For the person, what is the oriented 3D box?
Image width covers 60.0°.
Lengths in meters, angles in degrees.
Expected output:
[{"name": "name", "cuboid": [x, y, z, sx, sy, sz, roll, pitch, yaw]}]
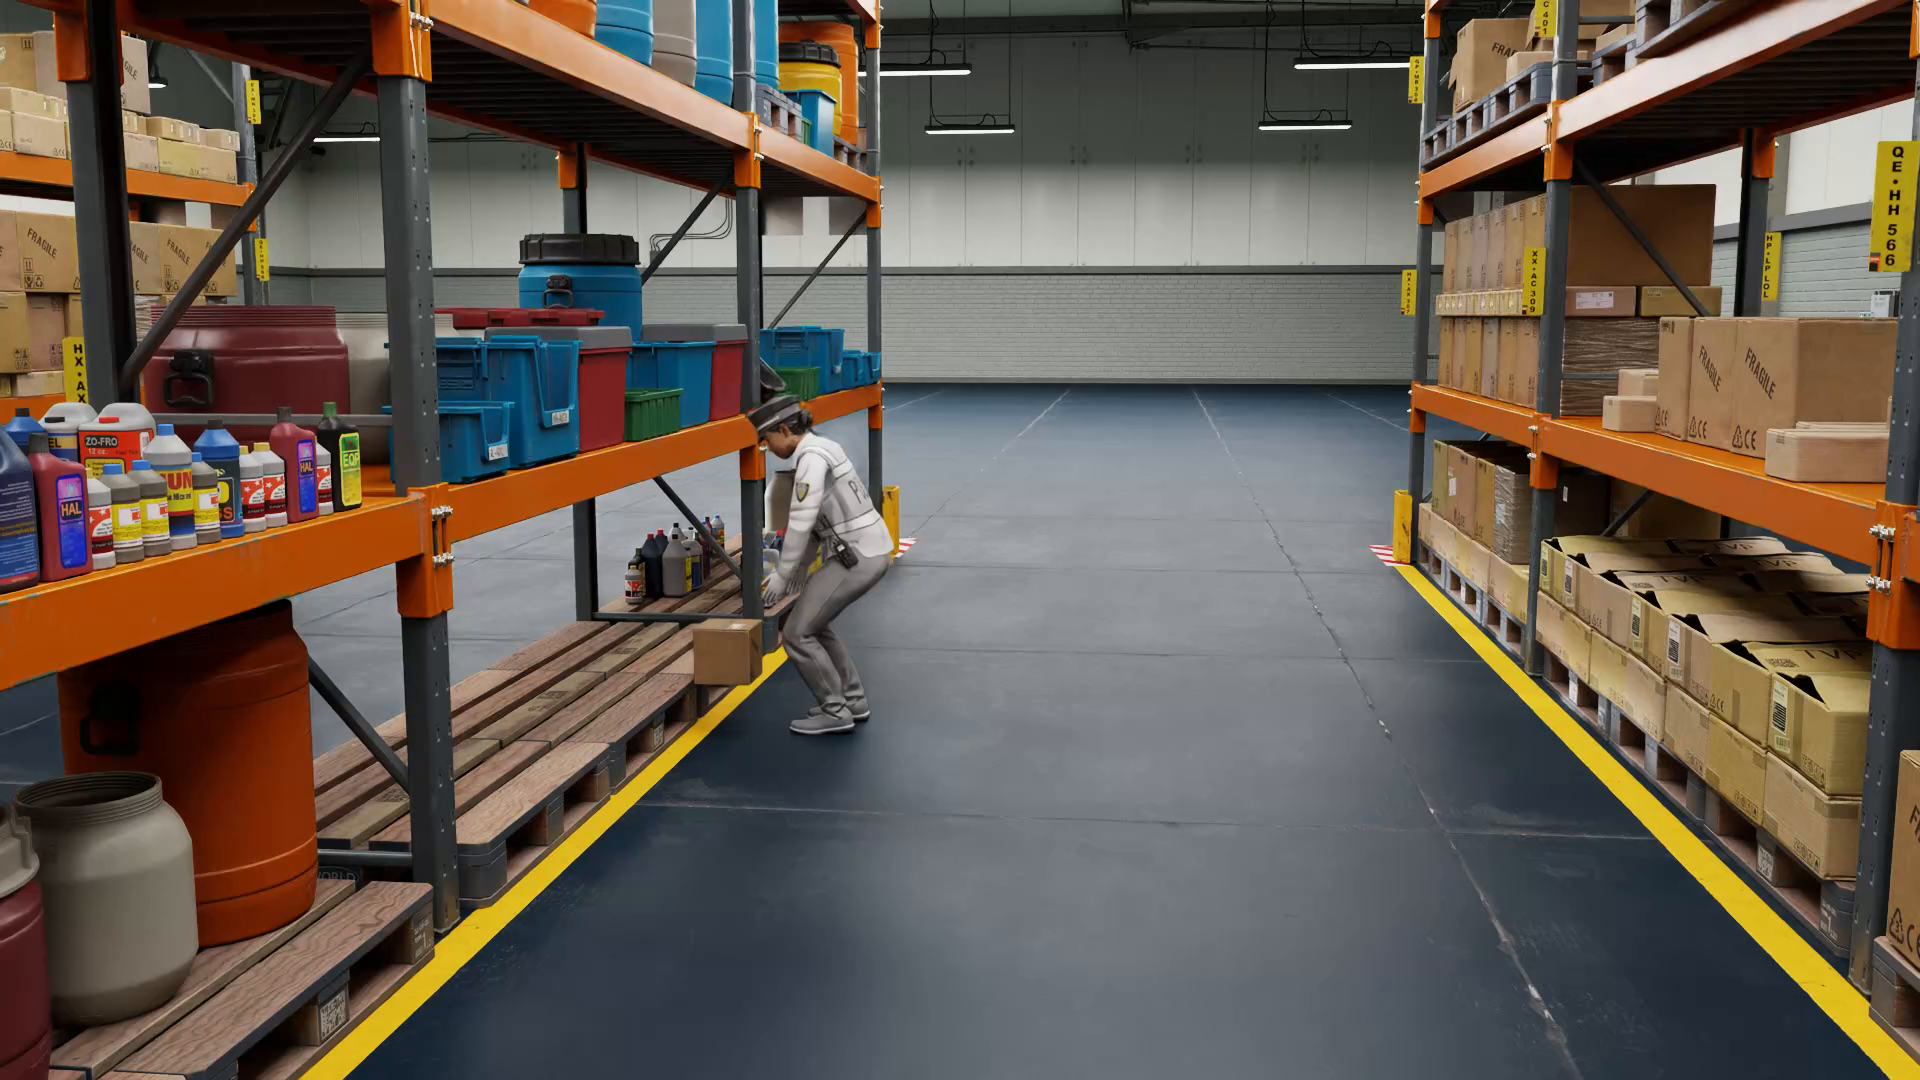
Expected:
[{"name": "person", "cuboid": [-0.613, 0.103, 7.267, 0.633, 1.479, 0.532, 1, 8, 7]}]
